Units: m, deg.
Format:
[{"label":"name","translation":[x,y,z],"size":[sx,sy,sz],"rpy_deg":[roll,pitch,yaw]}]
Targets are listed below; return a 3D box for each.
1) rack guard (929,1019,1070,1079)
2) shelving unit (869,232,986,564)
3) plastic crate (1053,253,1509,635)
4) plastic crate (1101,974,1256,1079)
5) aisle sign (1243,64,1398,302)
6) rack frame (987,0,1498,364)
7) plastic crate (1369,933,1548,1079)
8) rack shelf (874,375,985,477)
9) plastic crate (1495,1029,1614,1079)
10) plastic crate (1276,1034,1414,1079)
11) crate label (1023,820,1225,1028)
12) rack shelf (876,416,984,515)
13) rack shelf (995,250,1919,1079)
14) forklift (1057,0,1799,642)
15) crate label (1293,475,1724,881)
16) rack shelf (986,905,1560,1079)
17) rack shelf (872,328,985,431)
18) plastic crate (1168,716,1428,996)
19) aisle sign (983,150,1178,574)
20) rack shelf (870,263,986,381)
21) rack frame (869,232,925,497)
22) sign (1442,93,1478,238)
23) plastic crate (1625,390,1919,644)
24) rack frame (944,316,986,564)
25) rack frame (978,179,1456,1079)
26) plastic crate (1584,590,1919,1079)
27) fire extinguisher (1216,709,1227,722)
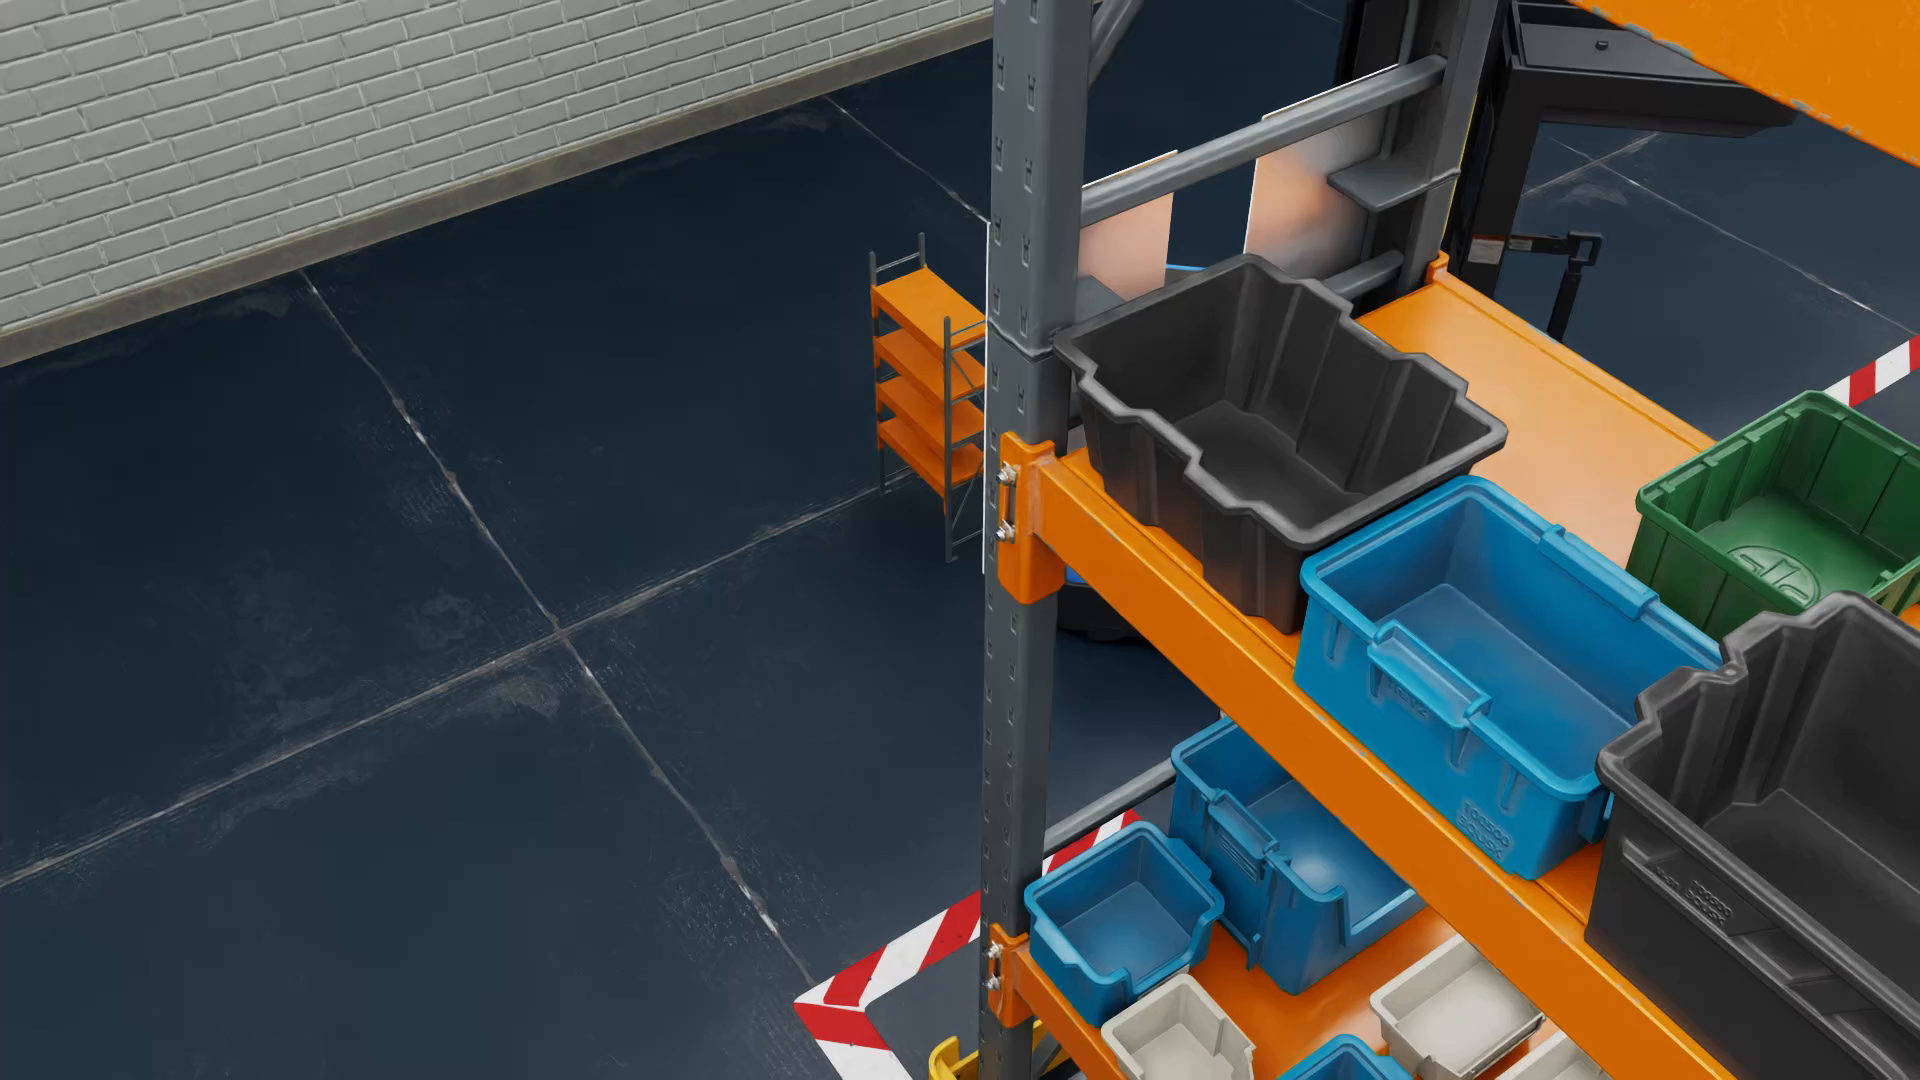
[{"label":"rack guard","translation":[0.466,1.461,4.857],"size":[1.175,0.500,0.348],"rpy_deg":[-26,49,-24]},{"label":"shelving unit","translation":[-0.095,-0.528,6.434],"size":[0.258,1.200,0.503],"rpy_deg":[-26,49,-24]},{"label":"plastic crate","translation":[0.482,-0.144,2.651],"size":[0.497,0.269,0.590],"rpy_deg":[-26,49,-24]},{"label":"plastic crate","translation":[0.478,1.124,3.548],"size":[0.250,0.136,0.298],"rpy_deg":[-26,49,-24]},{"label":"aisle sign","translation":[0.690,-0.531,3.251],"size":[0.394,0.787,0.004],"rpy_deg":[-26,49,-24]},{"label":"rack frame","translation":[0.491,-1.604,1.914],"size":[1.000,3.000,0.127],"rpy_deg":[-26,49,-24]},{"label":"plastic crate","translation":[1.106,1.030,3.647],"size":[0.396,0.136,0.243],"rpy_deg":[-26,49,-24]},{"label":"rack shelf","translation":[-0.095,-0.479,6.480],"size":[0.258,0.148,0.480],"rpy_deg":[-26,49,-24]},{"label":"plastic crate","translation":[1.260,1.200,3.469],"size":[0.396,0.136,0.243],"rpy_deg":[-26,49,-24]},{"label":"plastic crate","translation":[0.739,1.247,3.349],"size":[0.416,0.233,0.300],"rpy_deg":[-26,49,-24]},{"label":"crate label","translation":[0.362,0.875,3.739],"size":[0.416,0.233,0.303],"rpy_deg":[-26,49,-24]},{"label":"rack shelf","translation":[-0.095,-0.335,6.617],"size":[0.258,0.148,0.480],"rpy_deg":[-26,49,-24]},{"label":"rack shelf","translation":[1.635,0.874,2.011],"size":[1.077,0.370,4.000],"rpy_deg":[-26,49,-24]},{"label":"forklift","translation":[1.884,-0.863,5.531],"size":[3.031,2.935,1.130],"rpy_deg":[7,44,7]},{"label":"crate label","translation":[0.754,0.185,2.320],"size":[0.408,0.251,0.502],"rpy_deg":[-26,49,-24]},{"label":"rack shelf","translation":[1.635,1.959,3.047],"size":[1.077,0.370,4.000],"rpy_deg":[-26,49,-24]},{"label":"rack shelf","translation":[-0.095,-0.641,6.326],"size":[0.258,0.148,0.480],"rpy_deg":[-26,49,-24]},{"label":"plastic crate","translation":[0.836,0.647,3.831],"size":[0.616,0.435,0.499],"rpy_deg":[-26,49,-24]},{"label":"aisle sign","translation":[0.206,-0.298,3.007],"size":[0.394,0.787,0.004],"rpy_deg":[-26,49,-24]},{"label":"rack shelf","translation":[-0.095,-0.812,6.163],"size":[0.258,0.148,0.480],"rpy_deg":[-26,49,-24]},{"label":"rack frame","translation":[-0.234,-0.666,6.579],"size":[0.240,1.200,0.015],"rpy_deg":[-26,49,-24]},{"label":"sign","translation":[0.933,-0.708,3.223],"size":[0.100,0.325,0.005],"rpy_deg":[-26,49,-24]},{"label":"plastic crate","translation":[1.289,0.003,2.555],"size":[0.450,0.188,0.336],"rpy_deg":[-26,49,-24]},{"label":"rack frame","translation":[0.045,-0.390,6.289],"size":[0.240,1.200,0.015],"rpy_deg":[-26,49,-24]},{"label":"rack frame","translation":[0.491,0.566,3.985],"size":[1.000,3.000,0.127],"rpy_deg":[-26,49,-24]},{"label":"plastic crate","translation":[1.139,0.477,1.951],"size":[0.504,0.338,0.767],"rpy_deg":[-26,49,-24]},{"label":"fire extinguisher","translation":[0.777,0.464,4.418],"size":[0.296,0.674,0.183],"rpy_deg":[-26,49,-24]}]
